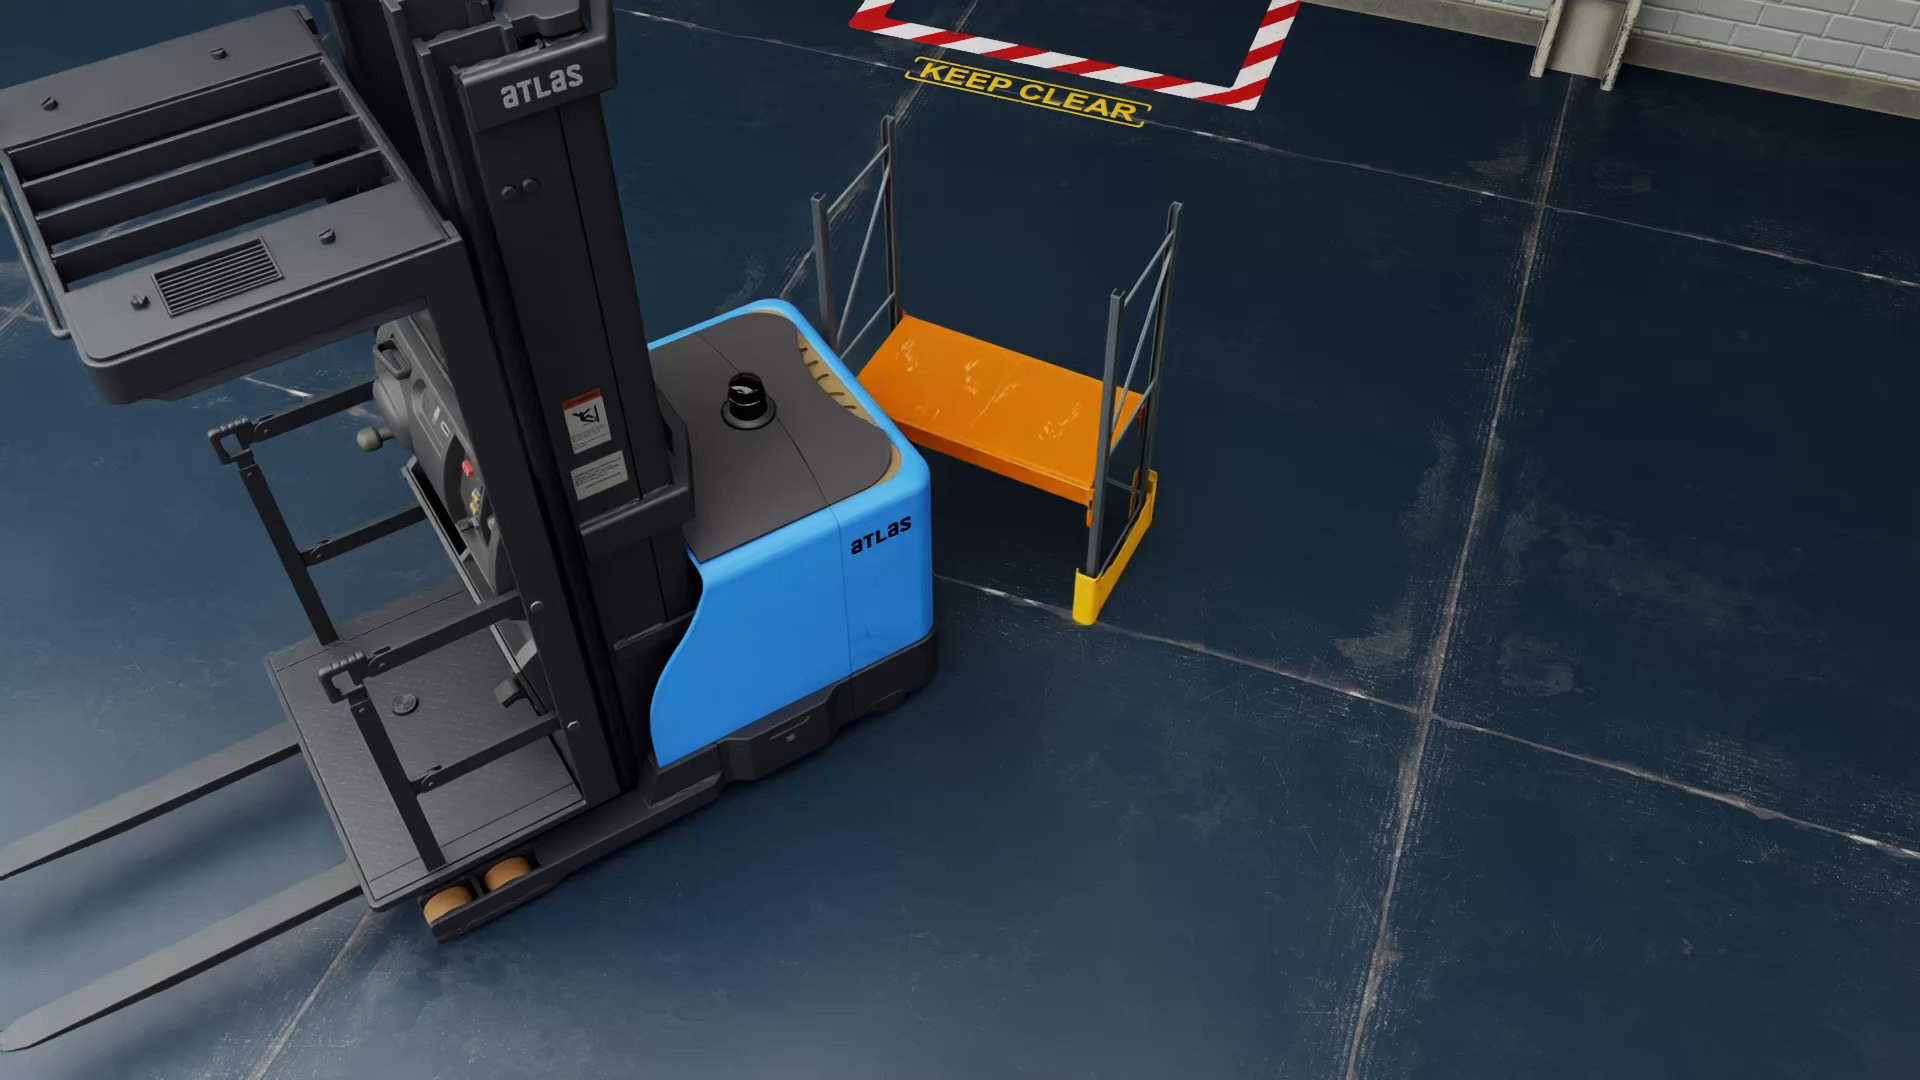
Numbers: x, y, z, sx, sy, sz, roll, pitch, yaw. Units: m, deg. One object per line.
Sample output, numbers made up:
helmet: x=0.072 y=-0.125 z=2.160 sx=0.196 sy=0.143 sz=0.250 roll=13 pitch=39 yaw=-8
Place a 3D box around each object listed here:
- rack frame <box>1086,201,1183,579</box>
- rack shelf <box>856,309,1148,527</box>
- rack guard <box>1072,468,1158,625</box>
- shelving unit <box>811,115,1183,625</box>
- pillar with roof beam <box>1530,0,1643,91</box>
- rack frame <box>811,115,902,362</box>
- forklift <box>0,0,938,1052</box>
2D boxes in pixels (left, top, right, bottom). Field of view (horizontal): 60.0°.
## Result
rack frame: x=0.568 y=-0.390 z=5.596 sx=0.032 sy=1.500 sz=0.500 roll=21 pitch=52 yaw=17
rack shelf: x=0.114 y=-0.446 z=5.882 sx=1.000 sy=0.185 sz=0.538 roll=21 pitch=52 yaw=17
rack guard: x=0.567 y=0.018 z=6.069 sx=0.087 sy=0.250 sz=0.587 roll=21 pitch=52 yaw=17
shelving unit: x=0.122 y=-0.560 z=5.743 sx=1.083 sy=1.500 sz=0.587 roll=21 pitch=52 yaw=17
pillar with roof beam: x=1.574 y=-2.258 z=2.252 sx=0.400 sy=9.000 sz=9.100 roll=16 pitch=51 yaw=13
rack frame: x=-0.340 y=-0.736 z=5.896 sx=0.032 sy=1.500 sz=0.500 roll=21 pitch=52 yaw=17
forklift: x=-1.597 y=-0.186 z=4.472 sx=3.031 sy=2.935 sz=1.130 roll=-25 pitch=54 yaw=-20
